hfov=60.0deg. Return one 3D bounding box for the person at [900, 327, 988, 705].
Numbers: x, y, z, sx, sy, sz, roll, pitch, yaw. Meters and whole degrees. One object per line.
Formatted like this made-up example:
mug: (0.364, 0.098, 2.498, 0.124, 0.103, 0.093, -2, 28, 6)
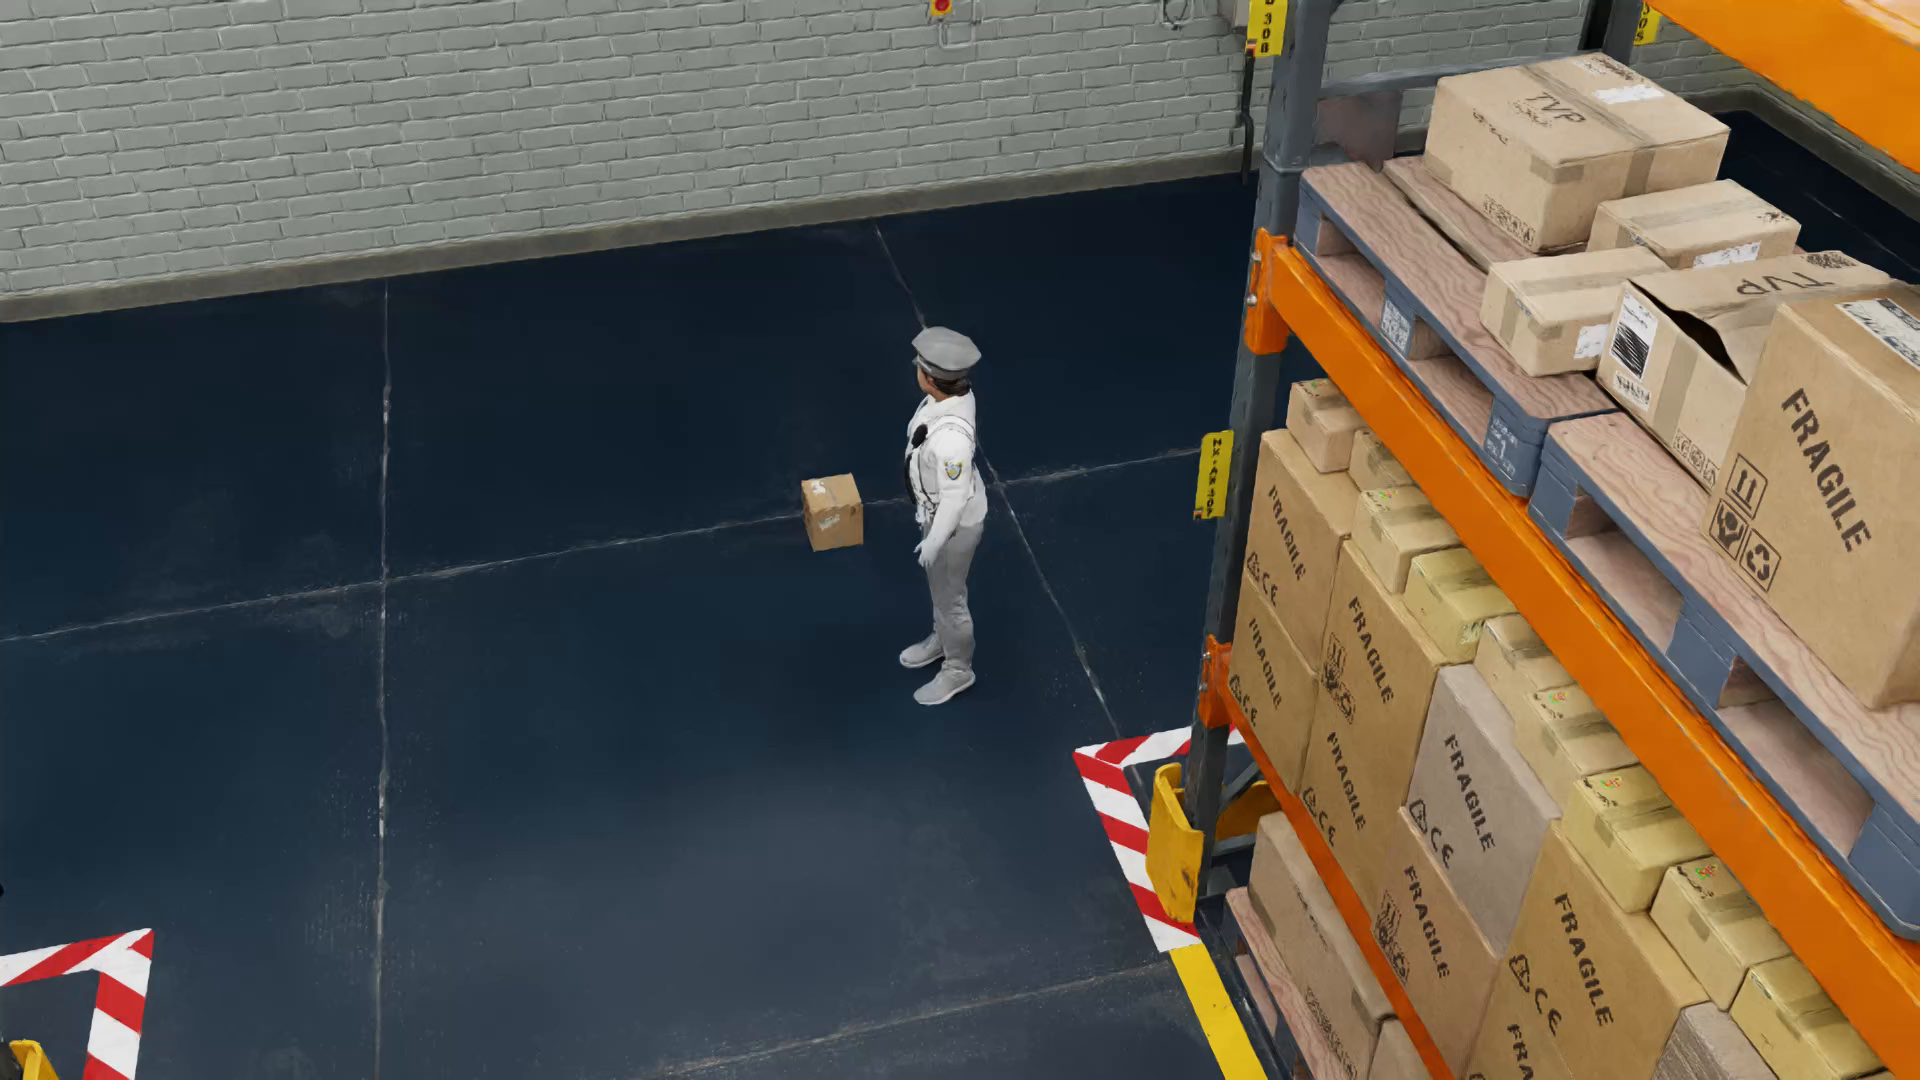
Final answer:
person: (-0.077, -0.082, 6.808, 0.378, 1.714, 0.529, 0, 38, 0)
